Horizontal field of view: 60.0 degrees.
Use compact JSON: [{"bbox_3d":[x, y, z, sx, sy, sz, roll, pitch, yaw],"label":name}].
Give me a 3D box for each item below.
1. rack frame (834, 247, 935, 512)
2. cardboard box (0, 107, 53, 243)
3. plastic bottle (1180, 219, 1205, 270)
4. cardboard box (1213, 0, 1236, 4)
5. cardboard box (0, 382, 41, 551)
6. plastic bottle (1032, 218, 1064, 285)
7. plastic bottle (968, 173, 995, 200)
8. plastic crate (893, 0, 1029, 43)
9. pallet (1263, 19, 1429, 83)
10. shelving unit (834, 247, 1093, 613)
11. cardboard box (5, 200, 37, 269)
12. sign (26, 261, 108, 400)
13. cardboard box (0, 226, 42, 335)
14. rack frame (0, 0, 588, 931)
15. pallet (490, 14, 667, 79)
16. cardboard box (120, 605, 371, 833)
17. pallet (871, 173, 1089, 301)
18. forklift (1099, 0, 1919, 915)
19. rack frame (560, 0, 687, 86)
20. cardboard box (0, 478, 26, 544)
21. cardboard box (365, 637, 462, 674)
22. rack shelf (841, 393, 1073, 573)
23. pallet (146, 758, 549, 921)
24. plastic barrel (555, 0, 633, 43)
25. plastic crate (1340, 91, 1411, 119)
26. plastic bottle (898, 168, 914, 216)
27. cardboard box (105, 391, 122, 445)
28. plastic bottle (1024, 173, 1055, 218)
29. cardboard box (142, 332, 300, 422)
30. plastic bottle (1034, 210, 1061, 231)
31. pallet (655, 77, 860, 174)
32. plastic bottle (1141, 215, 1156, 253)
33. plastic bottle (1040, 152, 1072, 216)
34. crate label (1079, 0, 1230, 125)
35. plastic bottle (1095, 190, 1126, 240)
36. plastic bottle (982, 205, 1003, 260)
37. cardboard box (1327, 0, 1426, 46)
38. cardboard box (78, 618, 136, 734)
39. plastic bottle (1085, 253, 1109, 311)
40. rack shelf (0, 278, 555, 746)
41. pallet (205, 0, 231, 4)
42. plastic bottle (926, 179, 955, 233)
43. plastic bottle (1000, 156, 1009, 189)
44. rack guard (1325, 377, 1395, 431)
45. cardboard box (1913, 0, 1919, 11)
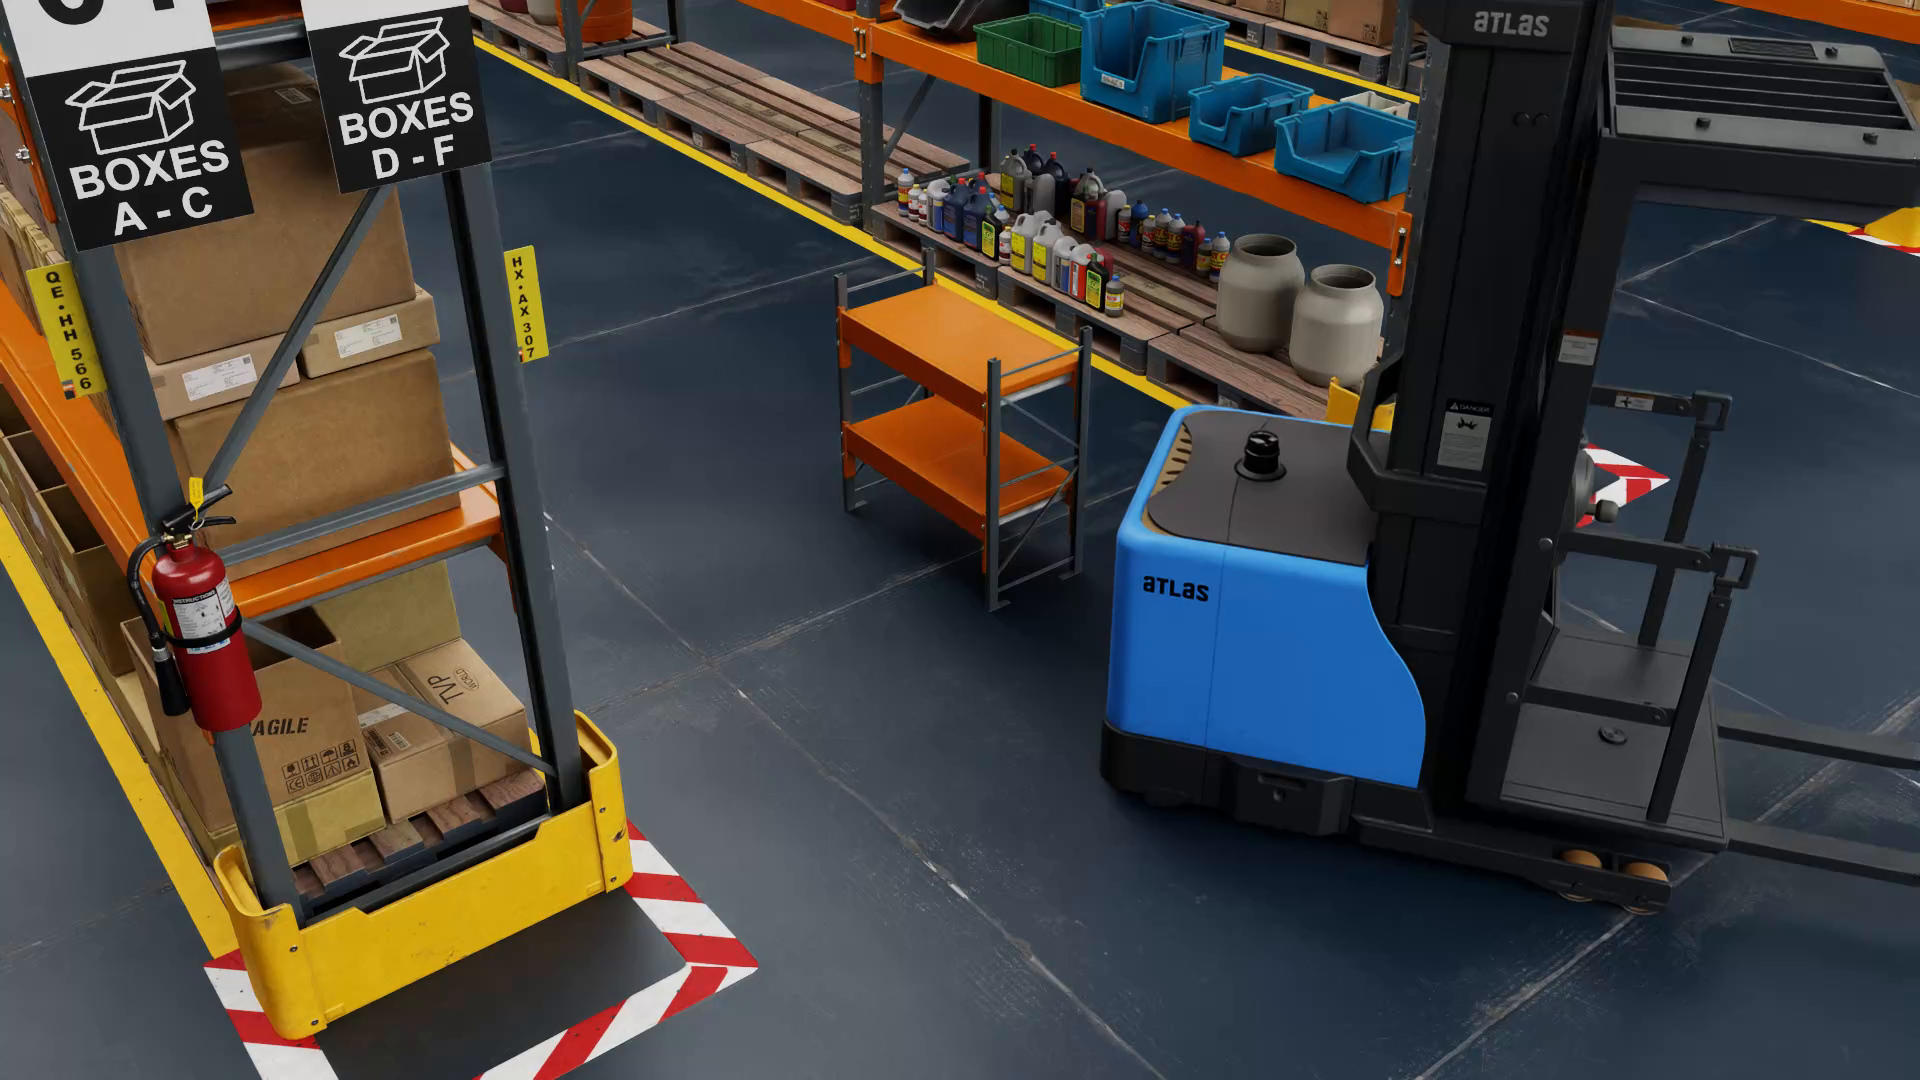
[{"bbox_3d":[-0.316,-0.693,7.299,0.500,1.125,0.032,-22,38,-31],"label":"rack frame"},{"bbox_3d":[-2.578,-1.303,5.181,0.700,0.500,0.500,-22,38,-31],"label":"cardboard box"},{"bbox_3d":[1.292,-1.652,9.225,0.061,0.283,0.133,-22,38,-31],"label":"plastic bottle"},{"bbox_3d":[2.419,-4.990,14.394,0.700,0.500,0.500,-19,37,-28],"label":"cardboard box"},{"bbox_3d":[-3.435,-0.346,6.462,0.500,0.500,0.500,-22,38,-31],"label":"cardboard box"},{"bbox_3d":[0.487,-1.587,9.056,0.144,0.351,0.185,-21,37,-29],"label":"plastic bottle"},{"bbox_3d":[0.111,-1.967,9.668,0.144,0.351,0.185,-22,38,-31],"label":"plastic bottle"},{"bbox_3d":[0.050,-3.044,9.367,0.767,0.338,0.504,-22,38,-31],"label":"plastic crate"},{"bbox_3d":[3.263,-4.072,13.605,1.003,0.211,1.213,-22,38,-31],"label":"pallet"},{"bbox_3d":[-0.004,-0.481,6.958,0.538,1.125,1.048,-22,38,-31],"label":"shelving unit"},{"bbox_3d":[-2.813,-1.016,5.334,0.380,0.149,0.250,-21,38,-30],"label":"cardboard box"},{"bbox_3d":[-2.070,-0.484,3.865,0.100,0.325,0.005,-22,38,-31],"label":"sign"},{"bbox_3d":[-3.175,-1.160,6.180,0.700,0.500,0.500,-22,38,-31],"label":"cardboard box"},{"bbox_3d":[-1.633,-0.062,4.506,1.000,3.000,0.127,-22,38,-31],"label":"rack frame"},{"bbox_3d":[-3.140,-4.127,13.695,1.003,0.211,1.213,-22,38,-31],"label":"pallet"},{"bbox_3d":[-2.197,0.482,5.128,0.500,0.500,0.500,-22,38,-31],"label":"cardboard box"},{"bbox_3d":[0.208,-1.852,10.031,1.003,0.211,1.213,-22,38,-31],"label":"pallet"},{"bbox_3d":[2.062,-0.362,5.055,3.031,2.935,1.130,10,33,15],"label":"forklift"},{"bbox_3d":[-2.623,-4.997,12.452,1.000,3.000,0.127,-22,38,-31],"label":"rack frame"},{"bbox_3d":[-3.738,-0.238,6.998,0.500,0.250,0.500,-22,38,-31],"label":"cardboard box"},{"bbox_3d":[-2.095,0.425,5.930,0.500,0.250,0.500,-22,38,-31],"label":"cardboard box"},{"bbox_3d":[-0.004,-0.273,7.087,0.538,0.278,1.000,-22,38,-31],"label":"rack shelf"},{"bbox_3d":[-2.135,0.818,5.733,1.003,0.211,1.213,-22,38,-31],"label":"pallet"},{"bbox_3d":[-2.937,-4.452,13.233,0.600,0.830,0.708,-22,38,-31],"label":"plastic barrel"},{"bbox_3d":[1.988,-2.028,7.922,0.298,0.136,0.250,-22,38,-31],"label":"plastic crate"},{"bbox_3d":[-0.321,-2.083,9.930,0.097,0.271,0.097,0,32,0],"label":"plastic bottle"},{"bbox_3d":[-2.235,-0.520,5.150,0.700,0.500,0.500,-21,38,-30],"label":"cardboard box"},{"bbox_3d":[0.468,-2.046,9.866,0.152,0.276,0.135,-22,38,-31],"label":"plastic bottle"},{"bbox_3d":[-2.017,-0.477,4.466,0.380,0.149,0.250,-23,39,-32],"label":"cardboard box"},{"bbox_3d":[0.475,-1.691,9.295,0.152,0.276,0.135,-22,38,-31],"label":"plastic bottle"},{"bbox_3d":[-1.435,-2.969,11.830,1.003,0.211,1.213,-22,38,-31],"label":"pallet"},{"bbox_3d":[1.085,-1.743,9.449,0.097,0.201,0.097,0,32,0],"label":"plastic bottle"},{"bbox_3d":[0.570,-2.136,9.940,0.144,0.351,0.185,-24,39,-34],"label":"plastic bottle"},{"bbox_3d":[0.940,-2.357,8.169,0.502,0.435,0.616,-22,38,-31],"label":"crate label"},{"bbox_3d":[0.864,-1.901,9.632,0.152,0.276,0.135,-22,38,-31],"label":"plastic bottle"},{"bbox_3d":[0.181,-1.731,9.352,0.061,0.283,0.133,-20,37,-29],"label":"plastic bottle"},{"bbox_3d":[3.382,-4.320,13.315,0.700,0.500,0.500,-26,40,-35],"label":"cardboard box"},{"bbox_3d":[-2.819,0.388,5.991,0.500,0.250,0.500,-22,38,-31],"label":"cardboard box"},{"bbox_3d":[0.724,-1.362,8.757,0.061,0.283,0.133,-21,38,-30],"label":"plastic bottle"},{"bbox_3d":[-2.859,-0.590,6.038,1.077,0.370,4.000,-22,38,-31],"label":"rack shelf"},{"bbox_3d":[-2.046,-1.601,4.226,1.003,0.211,1.213,-22,38,-31],"label":"pallet"},{"bbox_3d":[-0.101,-1.959,9.726,0.152,0.276,0.135,-21,37,-30],"label":"plastic bottle"},{"bbox_3d":[0.298,-2.277,10.309,0.097,0.201,0.097,0,32,0],"label":"plastic bottle"},{"bbox_3d":[2.199,-0.617,7.770,1.175,0.500,0.348,-22,38,-31],"label":"rack guard"},{"bbox_3d":[5.857,-3.210,9.814,0.380,0.149,0.250,-22,38,-31],"label":"cardboard box"}]
